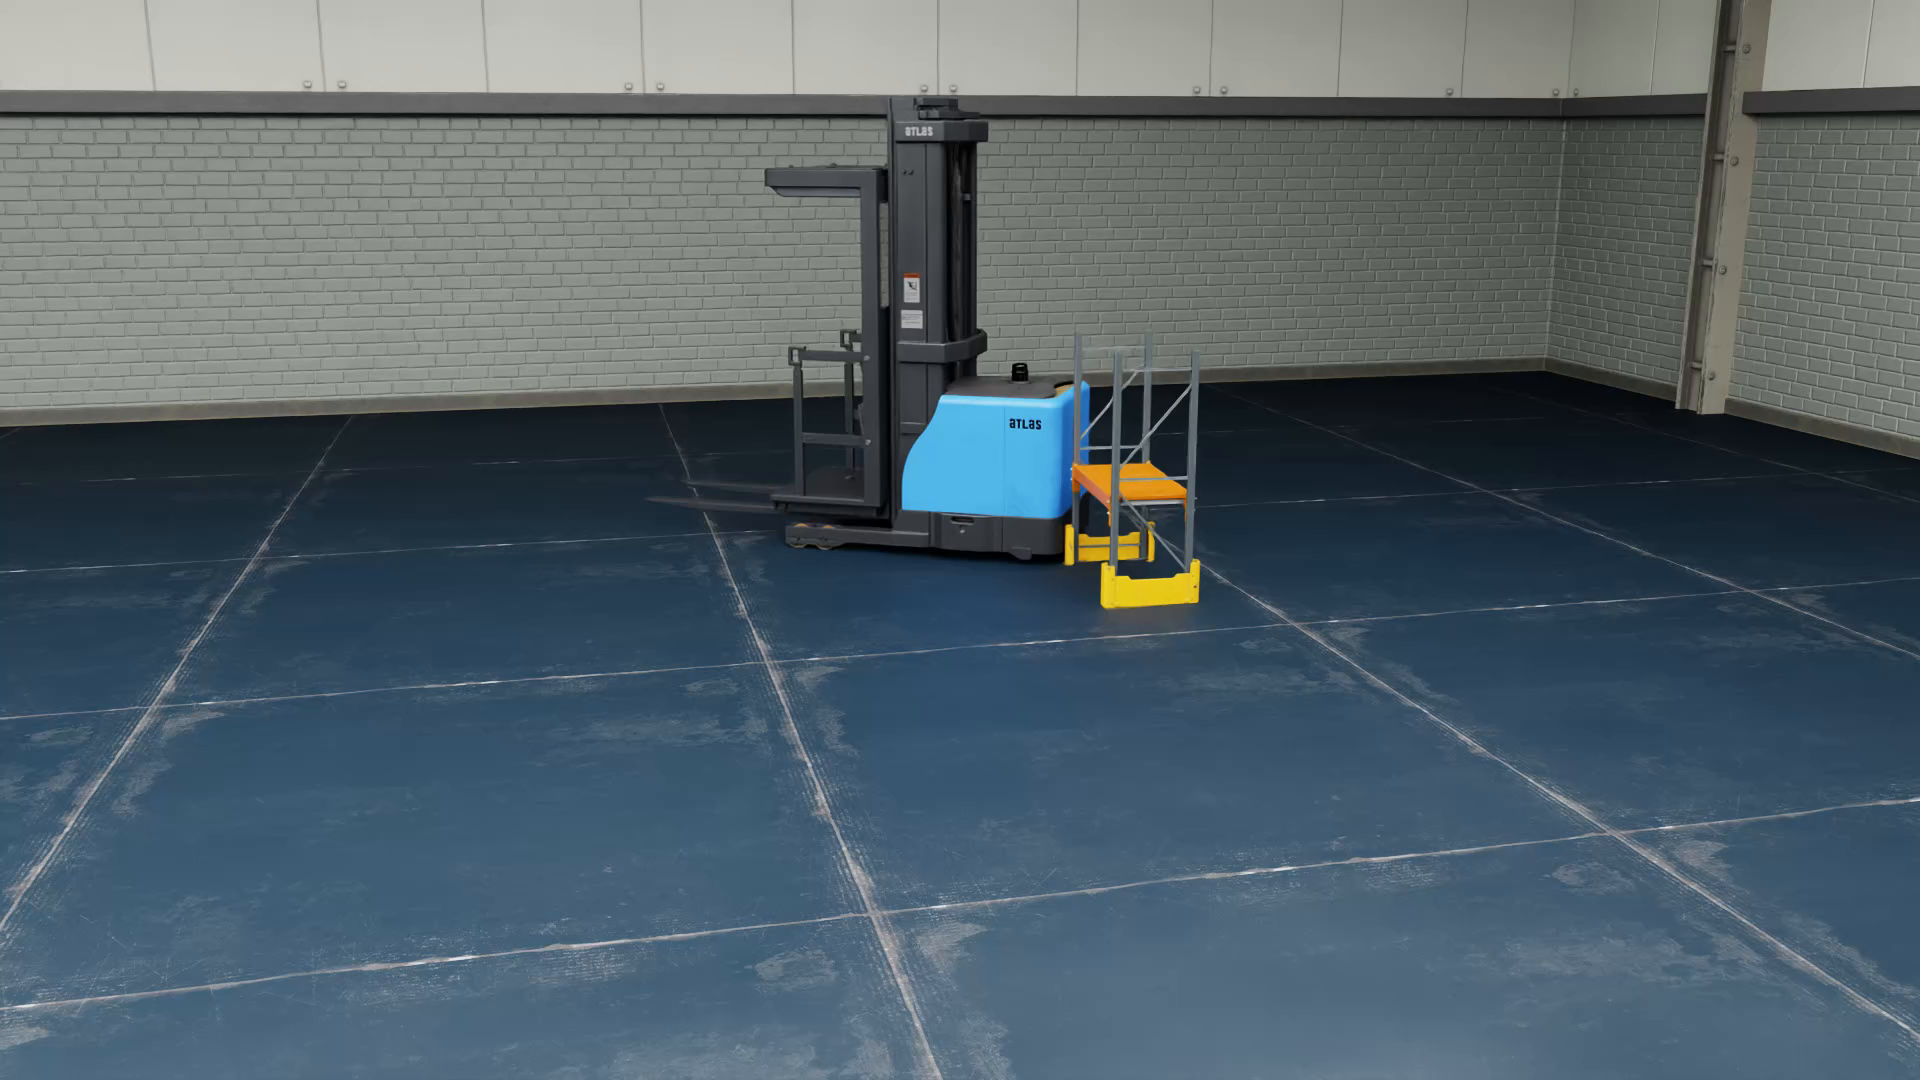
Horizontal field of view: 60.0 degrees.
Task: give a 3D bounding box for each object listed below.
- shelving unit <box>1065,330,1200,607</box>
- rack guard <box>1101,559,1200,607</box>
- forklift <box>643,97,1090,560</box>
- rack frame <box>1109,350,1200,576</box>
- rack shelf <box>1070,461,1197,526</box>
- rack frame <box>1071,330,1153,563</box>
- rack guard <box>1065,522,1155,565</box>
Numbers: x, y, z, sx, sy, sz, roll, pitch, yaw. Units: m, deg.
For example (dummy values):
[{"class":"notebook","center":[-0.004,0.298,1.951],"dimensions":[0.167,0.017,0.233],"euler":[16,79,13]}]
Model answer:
[{"class":"shelving unit","center":[1.052,-0.470,10.190],"dimensions":[0.587,1.500,1.083],"euler":[-2,14,-9]},{"class":"rack guard","center":[1.129,0.254,9.860],"dimensions":[0.587,0.250,0.087],"euler":[-2,14,-9]},{"class":"forklift","center":[-0.676,-1.469,11.265],"dimensions":[3.031,2.935,1.130],"euler":[4,14,16]},{"class":"rack frame","center":[1.129,-0.353,9.710],"dimensions":[0.500,1.500,0.032],"euler":[-2,14,-9]},{"class":"rack shelf","center":[1.051,-0.297,10.241],"dimensions":[0.538,0.185,1.000],"euler":[-2,14,-9]},{"class":"rack frame","center":[0.972,-0.591,10.686],"dimensions":[0.500,1.500,0.032],"euler":[-2,14,-9]},{"class":"rack guard","center":[0.975,0.021,10.816],"dimensions":[0.587,0.250,0.087],"euler":[-2,14,-9]}]
